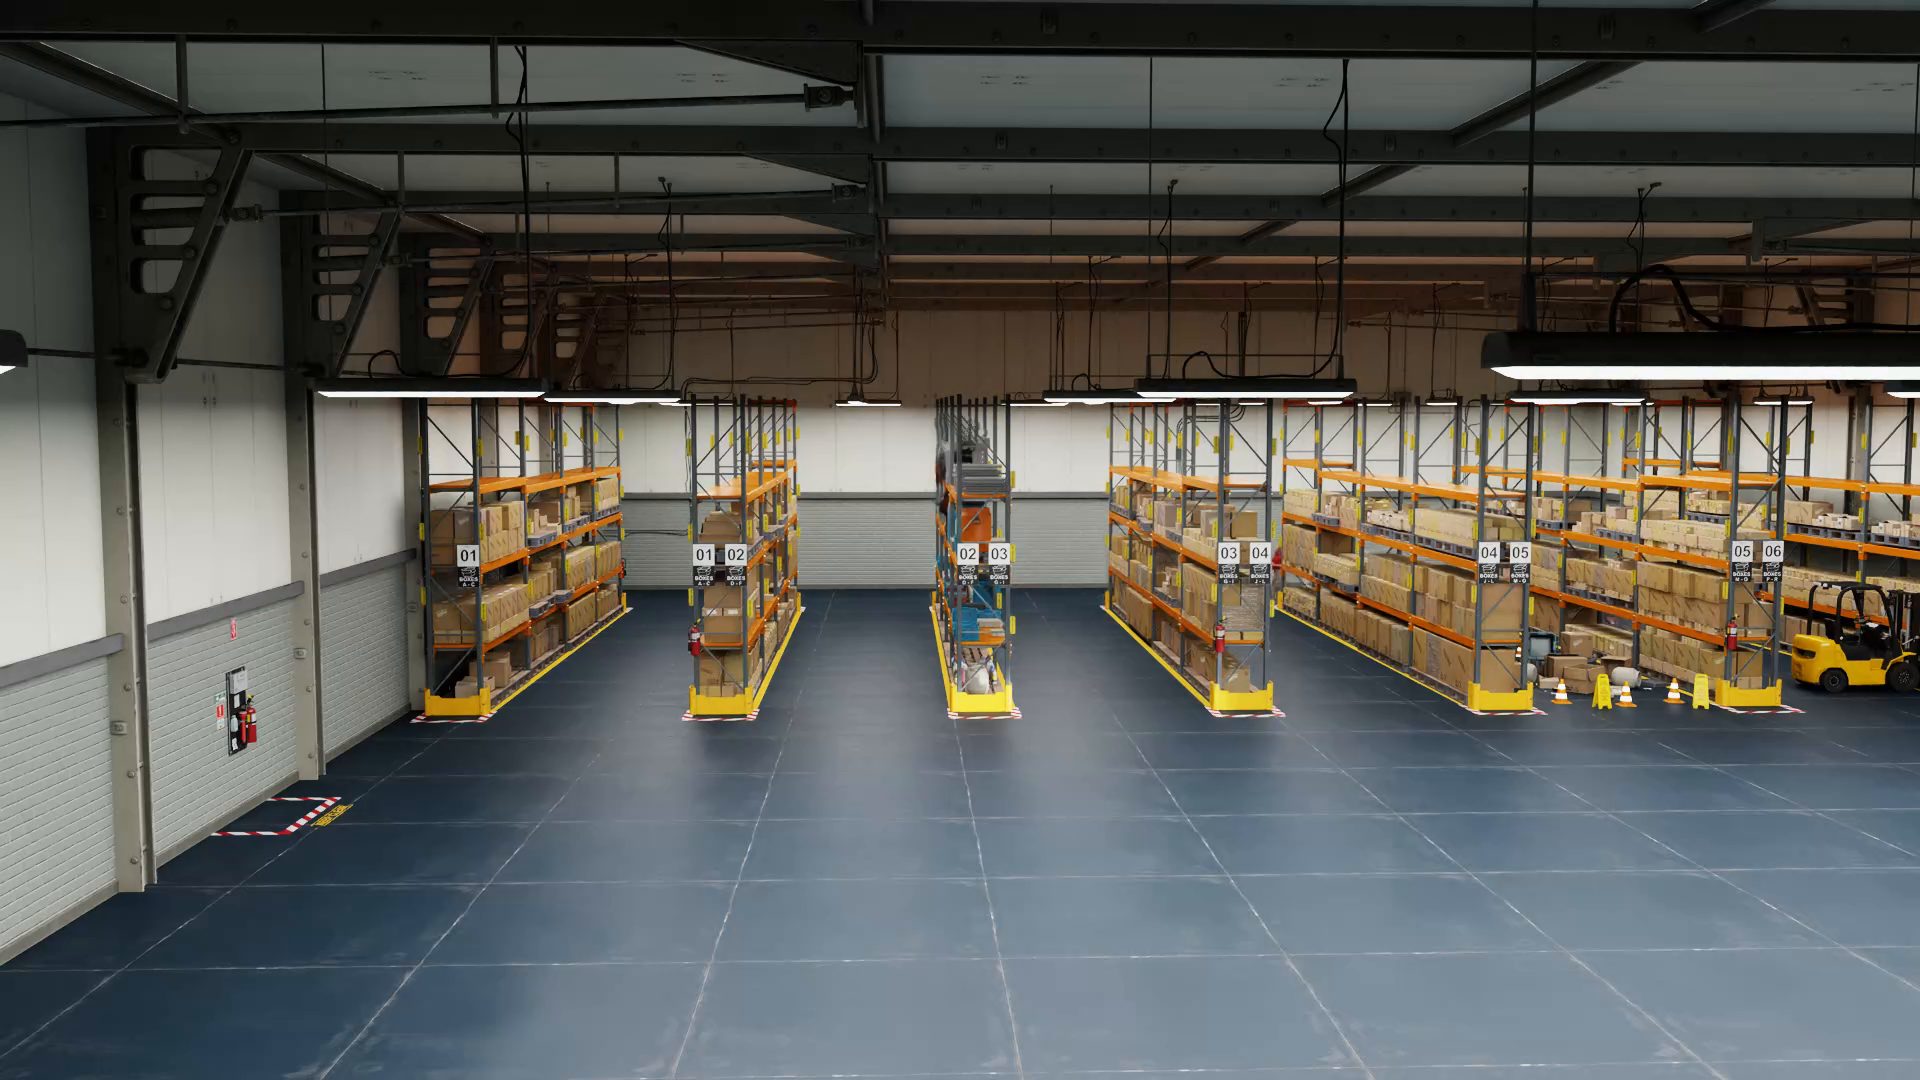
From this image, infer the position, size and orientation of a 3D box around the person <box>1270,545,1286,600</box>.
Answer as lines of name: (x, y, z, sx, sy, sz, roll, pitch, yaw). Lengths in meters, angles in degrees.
person: (9.463, 1.036, 49.195, 0.771, 1.808, 0.655, -2, 5, -23)

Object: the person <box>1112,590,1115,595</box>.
person: (4.705, 1.038, 48.755, 0.740, 1.721, 0.749, -1, 5, -16)

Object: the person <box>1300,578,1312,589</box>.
person: (10.271, 0.977, 48.904, 0.481, 1.779, 0.647, 3, 5, 30)

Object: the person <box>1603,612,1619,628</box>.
person: (16.555, 1.591, 42.170, 0.560, 1.624, 0.615, 0, 5, -4)
